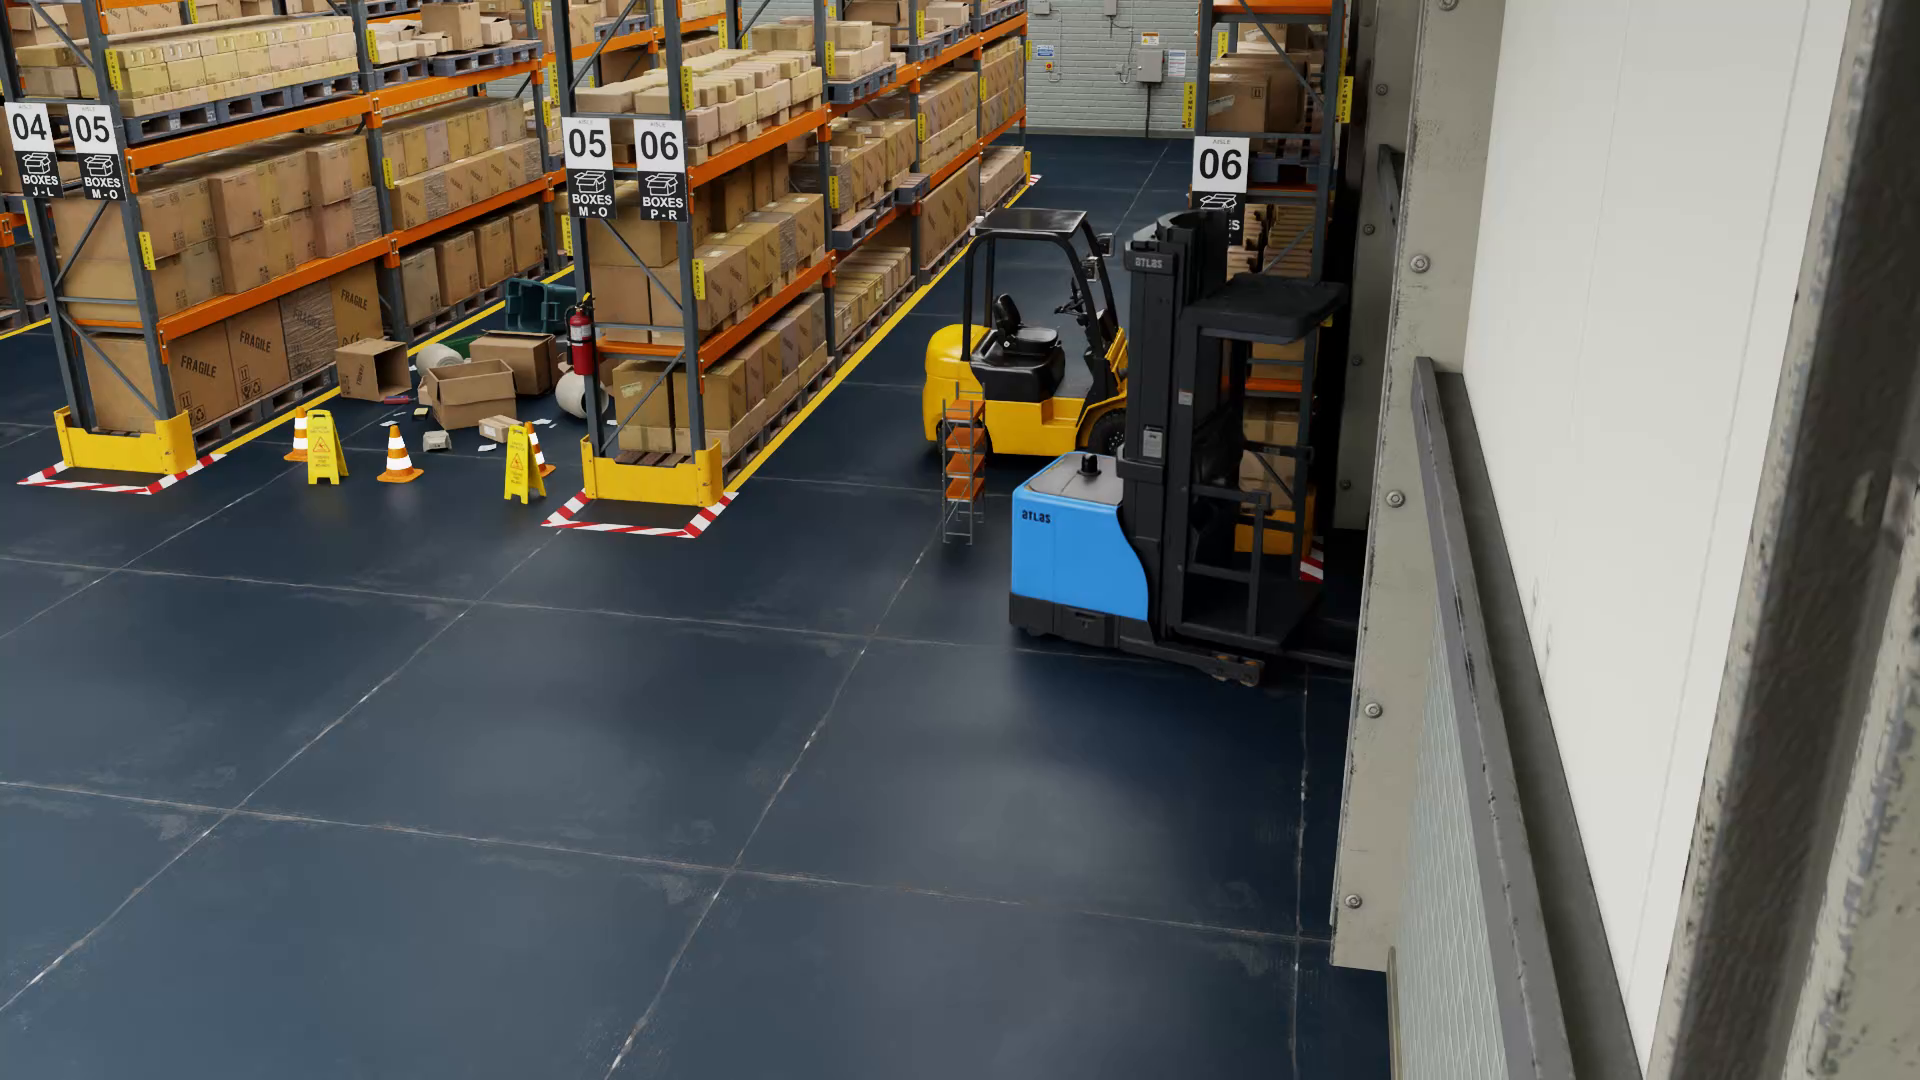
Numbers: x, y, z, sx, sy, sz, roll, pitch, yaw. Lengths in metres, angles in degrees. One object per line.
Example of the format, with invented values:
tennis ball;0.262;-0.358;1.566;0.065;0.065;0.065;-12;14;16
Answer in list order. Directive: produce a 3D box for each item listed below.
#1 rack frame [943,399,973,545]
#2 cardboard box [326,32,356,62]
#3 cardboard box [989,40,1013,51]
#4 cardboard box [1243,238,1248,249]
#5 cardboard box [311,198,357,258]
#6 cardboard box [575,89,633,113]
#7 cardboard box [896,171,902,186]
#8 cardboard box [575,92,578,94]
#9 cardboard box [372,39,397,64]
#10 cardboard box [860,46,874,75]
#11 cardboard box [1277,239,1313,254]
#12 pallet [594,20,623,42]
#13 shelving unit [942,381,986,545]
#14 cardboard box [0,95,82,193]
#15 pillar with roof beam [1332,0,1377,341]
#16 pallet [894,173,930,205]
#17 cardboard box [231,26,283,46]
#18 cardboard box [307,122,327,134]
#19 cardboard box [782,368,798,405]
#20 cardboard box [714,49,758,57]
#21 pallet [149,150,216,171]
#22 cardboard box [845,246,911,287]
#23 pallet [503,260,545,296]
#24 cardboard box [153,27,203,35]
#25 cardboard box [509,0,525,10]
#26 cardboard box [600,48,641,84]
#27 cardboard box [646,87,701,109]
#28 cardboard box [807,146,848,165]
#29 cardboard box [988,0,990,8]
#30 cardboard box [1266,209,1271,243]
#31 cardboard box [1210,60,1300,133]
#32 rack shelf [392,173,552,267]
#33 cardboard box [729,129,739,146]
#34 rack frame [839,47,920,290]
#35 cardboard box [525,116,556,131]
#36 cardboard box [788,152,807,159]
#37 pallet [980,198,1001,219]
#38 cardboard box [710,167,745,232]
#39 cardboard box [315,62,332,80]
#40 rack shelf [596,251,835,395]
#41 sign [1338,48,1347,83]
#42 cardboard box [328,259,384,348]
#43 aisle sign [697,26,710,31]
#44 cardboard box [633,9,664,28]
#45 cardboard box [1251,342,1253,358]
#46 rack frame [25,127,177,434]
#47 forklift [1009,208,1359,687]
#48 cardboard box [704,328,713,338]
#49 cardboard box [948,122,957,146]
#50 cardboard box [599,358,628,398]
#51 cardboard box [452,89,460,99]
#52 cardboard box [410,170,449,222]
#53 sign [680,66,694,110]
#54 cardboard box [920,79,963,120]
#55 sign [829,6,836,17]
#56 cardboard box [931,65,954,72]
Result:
rack frame;-0.016;-0.528;13.089;0.240;1.200;0.015;4;22;11
cardboard box;-6.547;-5.050;17.000;0.500;0.250;0.500;4;22;10
cardboard box;0.650;-7.977;26.836;0.380;0.149;0.250;5;22;12
cardboard box;2.242;-2.475;14.115;0.380;0.149;0.250;5;22;12
cardboard box;-6.851;-3.280;17.312;0.875;0.550;0.550;4;22;11
cardboard box;-2.867;-3.537;13.404;0.380;0.149;0.250;5;22;11
cardboard box;-0.902;-4.321;19.872;0.380;0.149;0.250;3;22;8
cardboard box;-5.702;-6.524;24.545;0.380;0.149;0.250;5;22;11
cardboard box;-6.330;-5.321;18.049;0.258;0.266;0.396;4;22;10
cardboard box;-1.217;-5.094;17.640;0.500;0.250;0.500;4;22;10
cardboard box;2.861;-2.427;13.995;0.380;0.149;0.250;4;22;10
pallet;-5.504;-7.182;23.437;1.213;0.211;1.003;4;22;11
shelving unit;0.034;-0.617;13.310;0.258;1.200;0.503;4;22;11
cardboard box;-11.233;-4.717;19.716;1.000;1.000;1.000;5;22;11
pillar with roof beam;0.247;-6.860;18.371;9.100;9.000;0.400;4;22;11
pallet;-1.056;-4.314;20.336;1.213;0.211;1.003;4;22;11
cardboard box;-6.718;-4.815;15.883;0.380;0.149;0.250;4;22;10
cardboard box;-9.936;-6.372;25.057;0.500;0.500;0.500;4;22;10
cardboard box;-1.896;-1.510;16.237;0.500;0.250;0.500;5;22;12
cardboard box;-2.215;-4.763;16.449;0.380;0.149;0.250;4;22;10
pallet;-10.758;-5.069;22.212;1.213;0.211;1.003;4;22;11
cardboard box;-1.140;-3.441;20.869;0.950;0.372;0.625;3;22;7
pallet;-6.116;-3.436;21.632;1.003;0.211;1.213;4;22;11
cardboard box;-7.415;-4.771;15.773;0.380;0.149;0.250;4;22;11
cardboard box;-5.963;-7.161;21.976;0.396;0.266;0.258;4;22;11
cardboard box;-5.234;-7.315;25.662;0.500;0.500;0.500;4;22;9
cardboard box;-2.339;-3.598;13.557;0.380;0.149;0.250;4;22;11
cardboard box;-1.389;-4.034;17.422;0.380;0.149;0.250;4;22;11
cardboard box;0.045;-8.310;25.154;0.797;0.503;0.637;6;23;15
cardboard box;2.879;-3.193;16.828;0.500;0.250;0.500;4;22;10
cardboard box;2.371;-3.595;13.450;0.700;0.500;0.500;5;22;11
rack shelf;-6.290;-3.947;20.131;1.077;0.370;4.000;4;22;11
cardboard box;-2.131;-3.504;14.390;0.380;0.149;0.250;4;22;9
rack frame;-1.015;-4.671;20.968;1.000;3.000;0.127;4;22;11
cardboard box;-5.597;-5.522;22.057;0.380;0.149;0.250;4;22;11
cardboard box;-1.862;-3.956;18.096;0.500;0.500;0.500;5;22;11
pallet;0.033;-5.113;25.797;1.003;0.211;1.213;4;22;11
cardboard box;-2.405;-3.148;15.315;0.700;0.500;0.500;4;22;11
cardboard box;-6.561;-4.720;16.715;0.380;0.149;0.250;5;22;12
rack shelf;-2.239;-2.143;15.654;1.077;0.370;4.000;4;22;11
sign;3.573;-4.458;15.624;0.100;0.325;0.005;4;22;11
cardboard box;-6.894;-2.533;17.941;0.875;0.875;0.875;5;22;12
aisle sign;-4.528;-9.193;28.715;0.394;0.787;0.004;4;22;11
cardboard box;-4.712;-7.946;25.283;0.500;0.250;0.500;6;23;14
cardboard box;2.670;-1.767;13.623;0.500;0.500;0.500;5;23;13
rack frame;-7.514;-2.086;14.548;1.000;3.000;0.127;4;22;11
forklift;1.895;-0.619;10.997;3.031;2.935;1.130;11;24;25
cardboard box;-2.338;-1.831;14.251;0.380;0.149;0.250;5;22;12
cardboard box;-0.333;-5.555;22.693;0.500;0.250;0.500;5;22;12
cardboard box;-3.382;-1.762;17.086;0.500;0.500;0.500;-16;27;-35
cardboard box;-8.990;-7.802;29.078;0.380;0.149;0.250;5;22;12
cardboard box;-6.225;-3.952;19.047;0.500;0.500;0.500;5;22;11
sign;-2.116;-3.501;12.877;0.100;0.325;0.005;4;22;11
cardboard box;-0.265;-6.088;23.013;0.500;0.500;0.500;5;23;13
sign;-1.557;-6.385;20.408;0.100;0.325;0.005;4;22;11
cardboard box;-0.373;-6.838;24.875;0.500;0.500;0.500;4;22;10
